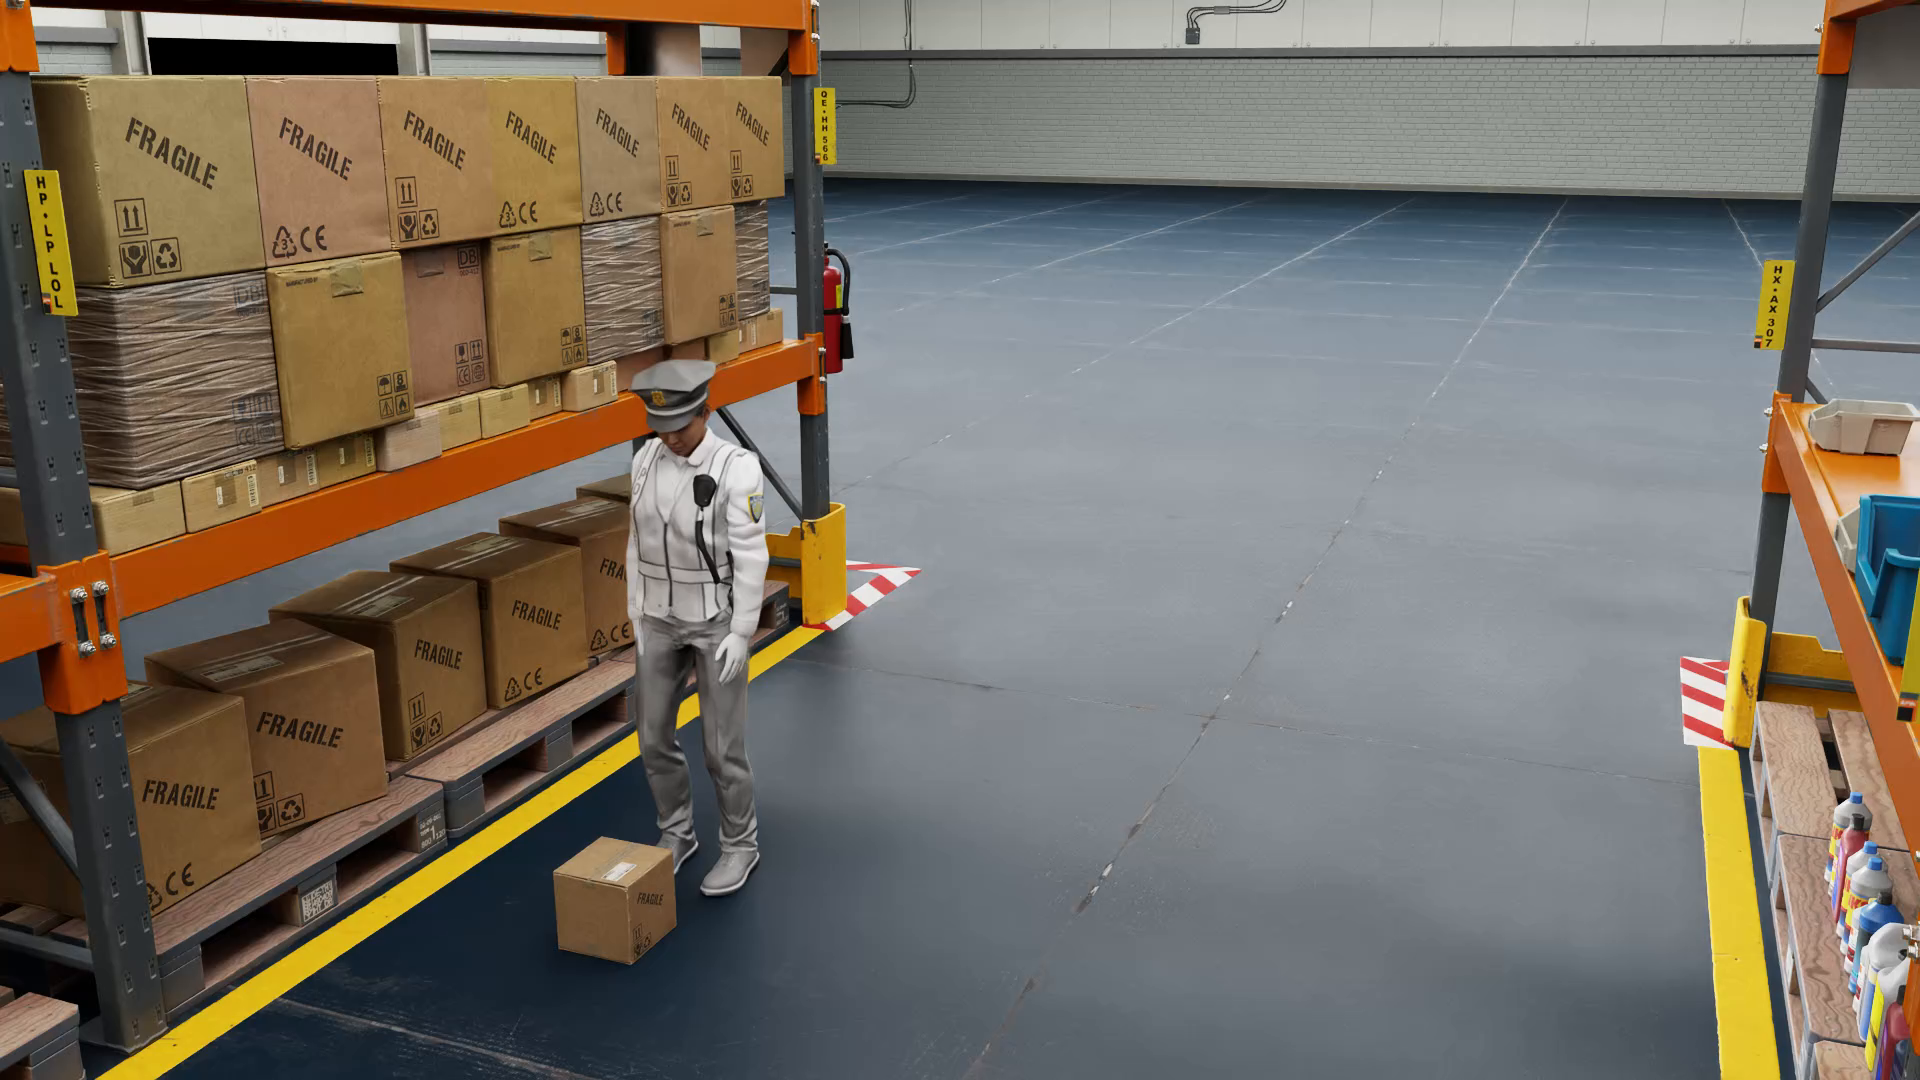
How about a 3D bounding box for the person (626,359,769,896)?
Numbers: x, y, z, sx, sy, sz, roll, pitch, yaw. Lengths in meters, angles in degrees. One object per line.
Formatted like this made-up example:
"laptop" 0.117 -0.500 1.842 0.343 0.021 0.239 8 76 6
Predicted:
"person" -0.805 0.272 5.083 0.482 1.655 0.366 6 17 22
